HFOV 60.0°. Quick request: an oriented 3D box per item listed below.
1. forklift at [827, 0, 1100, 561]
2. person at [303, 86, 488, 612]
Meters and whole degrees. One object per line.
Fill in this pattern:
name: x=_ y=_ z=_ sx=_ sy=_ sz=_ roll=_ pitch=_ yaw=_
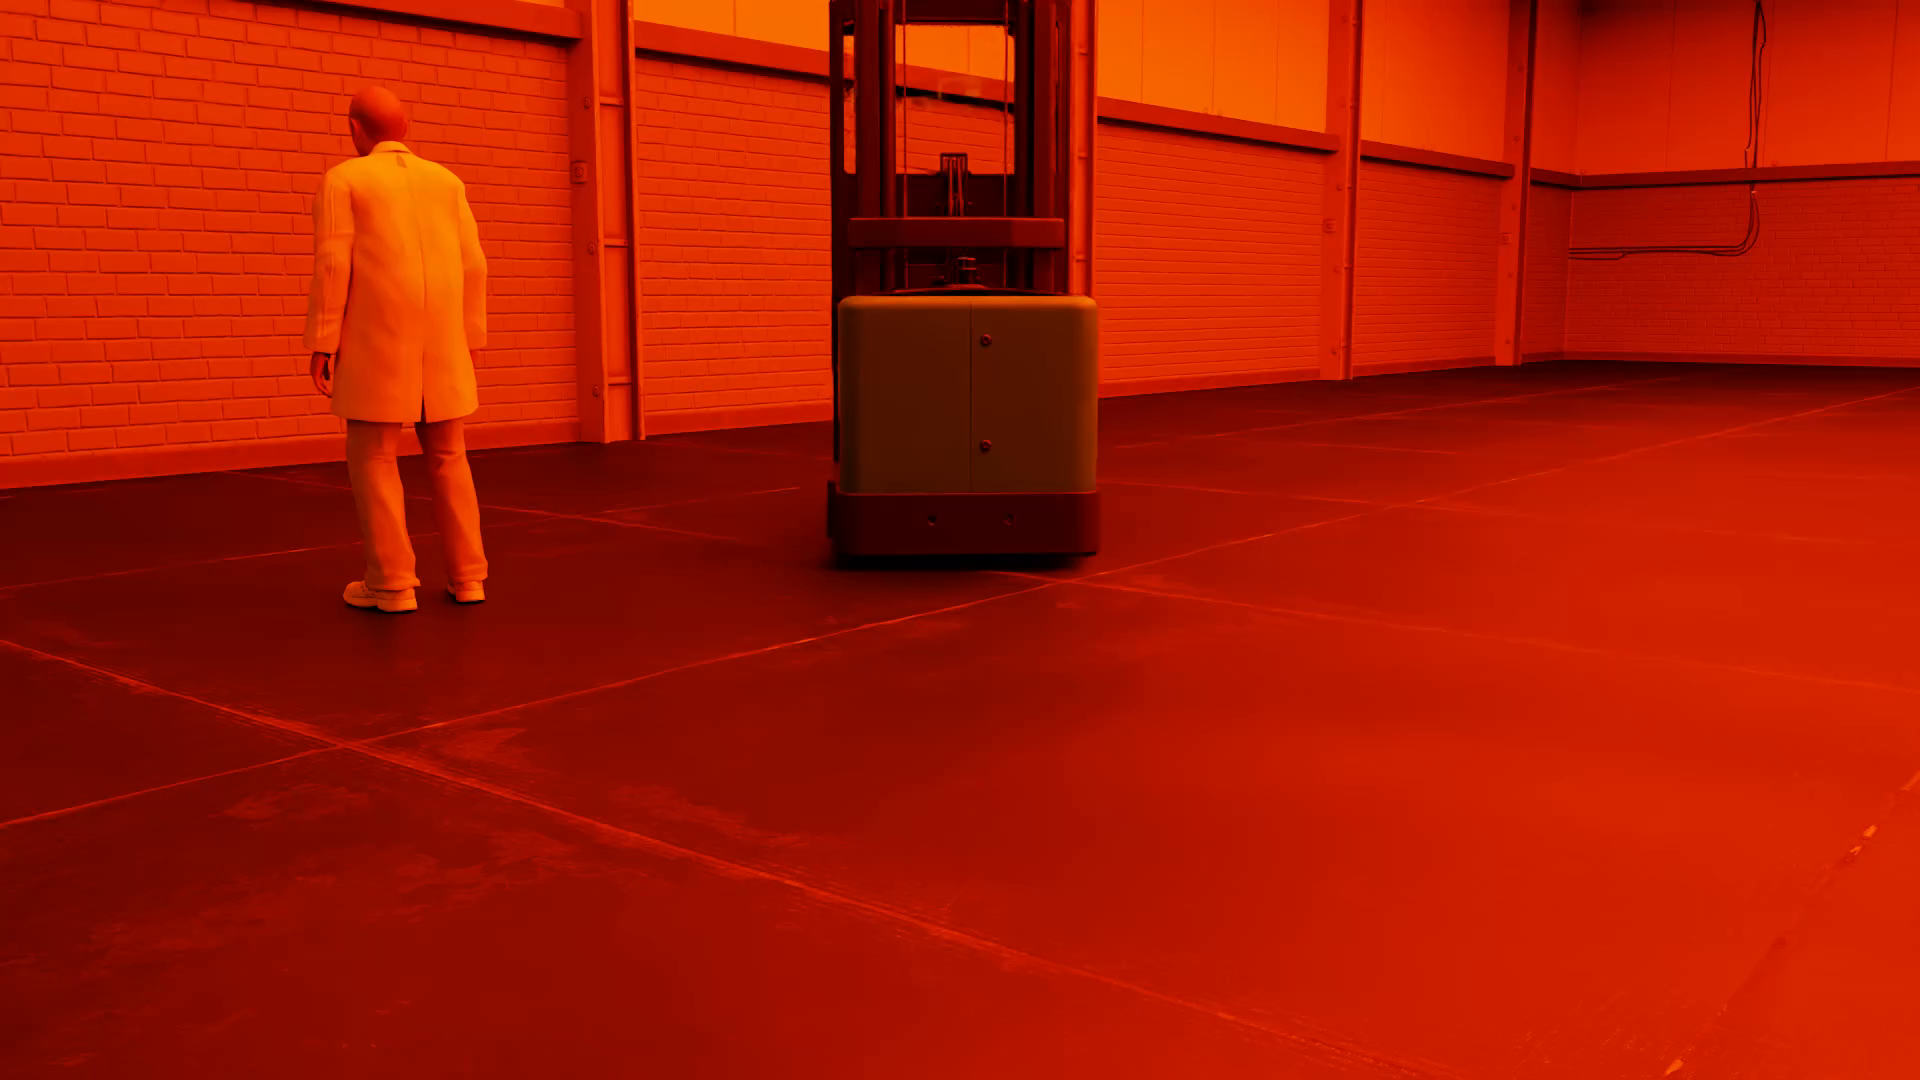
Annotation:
forklift: x=-0.063 y=-1.542 z=7.819 sx=1.130 sy=2.935 sz=3.031 roll=-1 pitch=8 yaw=-4
person: x=-1.931 y=-0.651 z=5.727 sx=0.653 sy=1.774 sz=0.423 roll=-8 pitch=11 yaw=-43
